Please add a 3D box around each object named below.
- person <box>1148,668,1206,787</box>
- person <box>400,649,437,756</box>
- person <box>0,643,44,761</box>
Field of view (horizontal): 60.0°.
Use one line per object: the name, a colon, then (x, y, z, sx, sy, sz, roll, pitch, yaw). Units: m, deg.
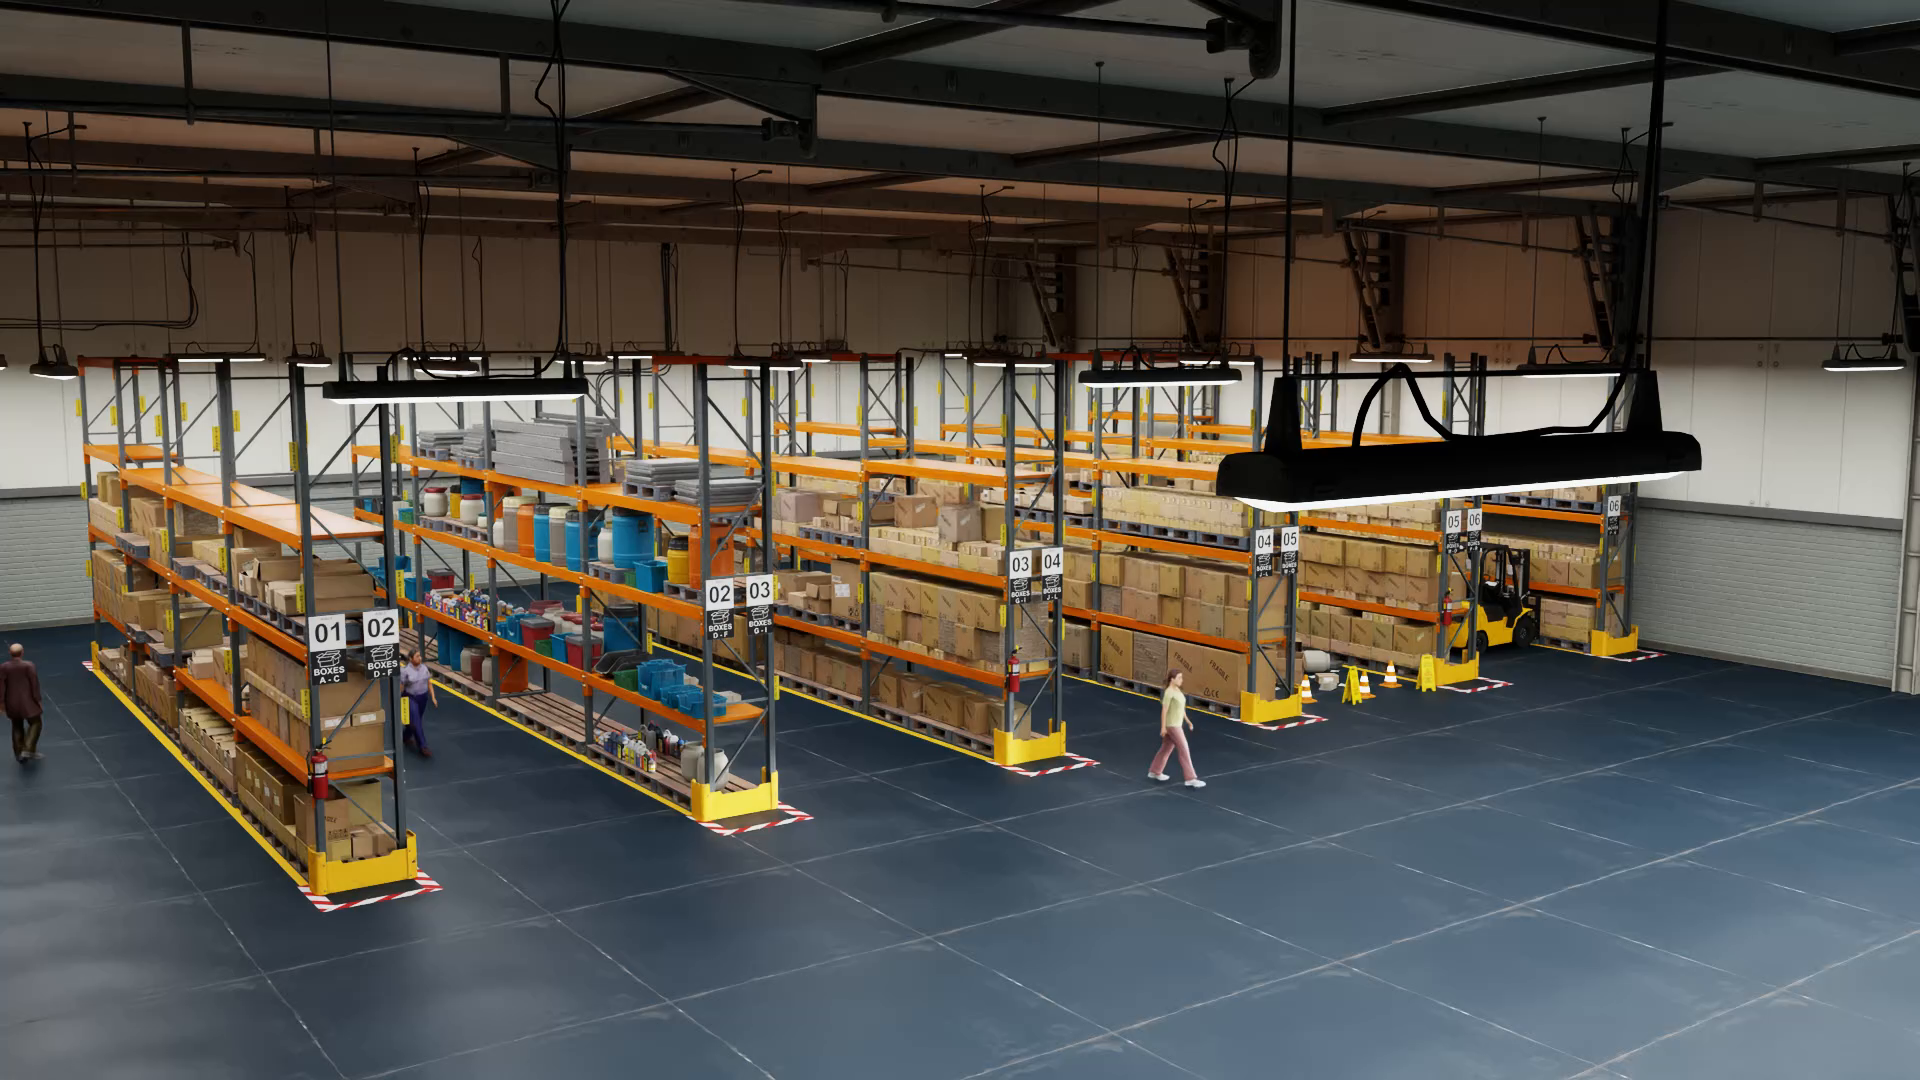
person: (3.099, 2.640, 23.643, 0.874, 1.635, 0.482, 2, 7, 17)
person: (-8.308, 2.449, 25.466, 1.049, 1.579, 0.512, 6, 9, 39)
person: (-14.096, 2.437, 24.923, 0.634, 1.777, 0.581, -1, 7, -6)
